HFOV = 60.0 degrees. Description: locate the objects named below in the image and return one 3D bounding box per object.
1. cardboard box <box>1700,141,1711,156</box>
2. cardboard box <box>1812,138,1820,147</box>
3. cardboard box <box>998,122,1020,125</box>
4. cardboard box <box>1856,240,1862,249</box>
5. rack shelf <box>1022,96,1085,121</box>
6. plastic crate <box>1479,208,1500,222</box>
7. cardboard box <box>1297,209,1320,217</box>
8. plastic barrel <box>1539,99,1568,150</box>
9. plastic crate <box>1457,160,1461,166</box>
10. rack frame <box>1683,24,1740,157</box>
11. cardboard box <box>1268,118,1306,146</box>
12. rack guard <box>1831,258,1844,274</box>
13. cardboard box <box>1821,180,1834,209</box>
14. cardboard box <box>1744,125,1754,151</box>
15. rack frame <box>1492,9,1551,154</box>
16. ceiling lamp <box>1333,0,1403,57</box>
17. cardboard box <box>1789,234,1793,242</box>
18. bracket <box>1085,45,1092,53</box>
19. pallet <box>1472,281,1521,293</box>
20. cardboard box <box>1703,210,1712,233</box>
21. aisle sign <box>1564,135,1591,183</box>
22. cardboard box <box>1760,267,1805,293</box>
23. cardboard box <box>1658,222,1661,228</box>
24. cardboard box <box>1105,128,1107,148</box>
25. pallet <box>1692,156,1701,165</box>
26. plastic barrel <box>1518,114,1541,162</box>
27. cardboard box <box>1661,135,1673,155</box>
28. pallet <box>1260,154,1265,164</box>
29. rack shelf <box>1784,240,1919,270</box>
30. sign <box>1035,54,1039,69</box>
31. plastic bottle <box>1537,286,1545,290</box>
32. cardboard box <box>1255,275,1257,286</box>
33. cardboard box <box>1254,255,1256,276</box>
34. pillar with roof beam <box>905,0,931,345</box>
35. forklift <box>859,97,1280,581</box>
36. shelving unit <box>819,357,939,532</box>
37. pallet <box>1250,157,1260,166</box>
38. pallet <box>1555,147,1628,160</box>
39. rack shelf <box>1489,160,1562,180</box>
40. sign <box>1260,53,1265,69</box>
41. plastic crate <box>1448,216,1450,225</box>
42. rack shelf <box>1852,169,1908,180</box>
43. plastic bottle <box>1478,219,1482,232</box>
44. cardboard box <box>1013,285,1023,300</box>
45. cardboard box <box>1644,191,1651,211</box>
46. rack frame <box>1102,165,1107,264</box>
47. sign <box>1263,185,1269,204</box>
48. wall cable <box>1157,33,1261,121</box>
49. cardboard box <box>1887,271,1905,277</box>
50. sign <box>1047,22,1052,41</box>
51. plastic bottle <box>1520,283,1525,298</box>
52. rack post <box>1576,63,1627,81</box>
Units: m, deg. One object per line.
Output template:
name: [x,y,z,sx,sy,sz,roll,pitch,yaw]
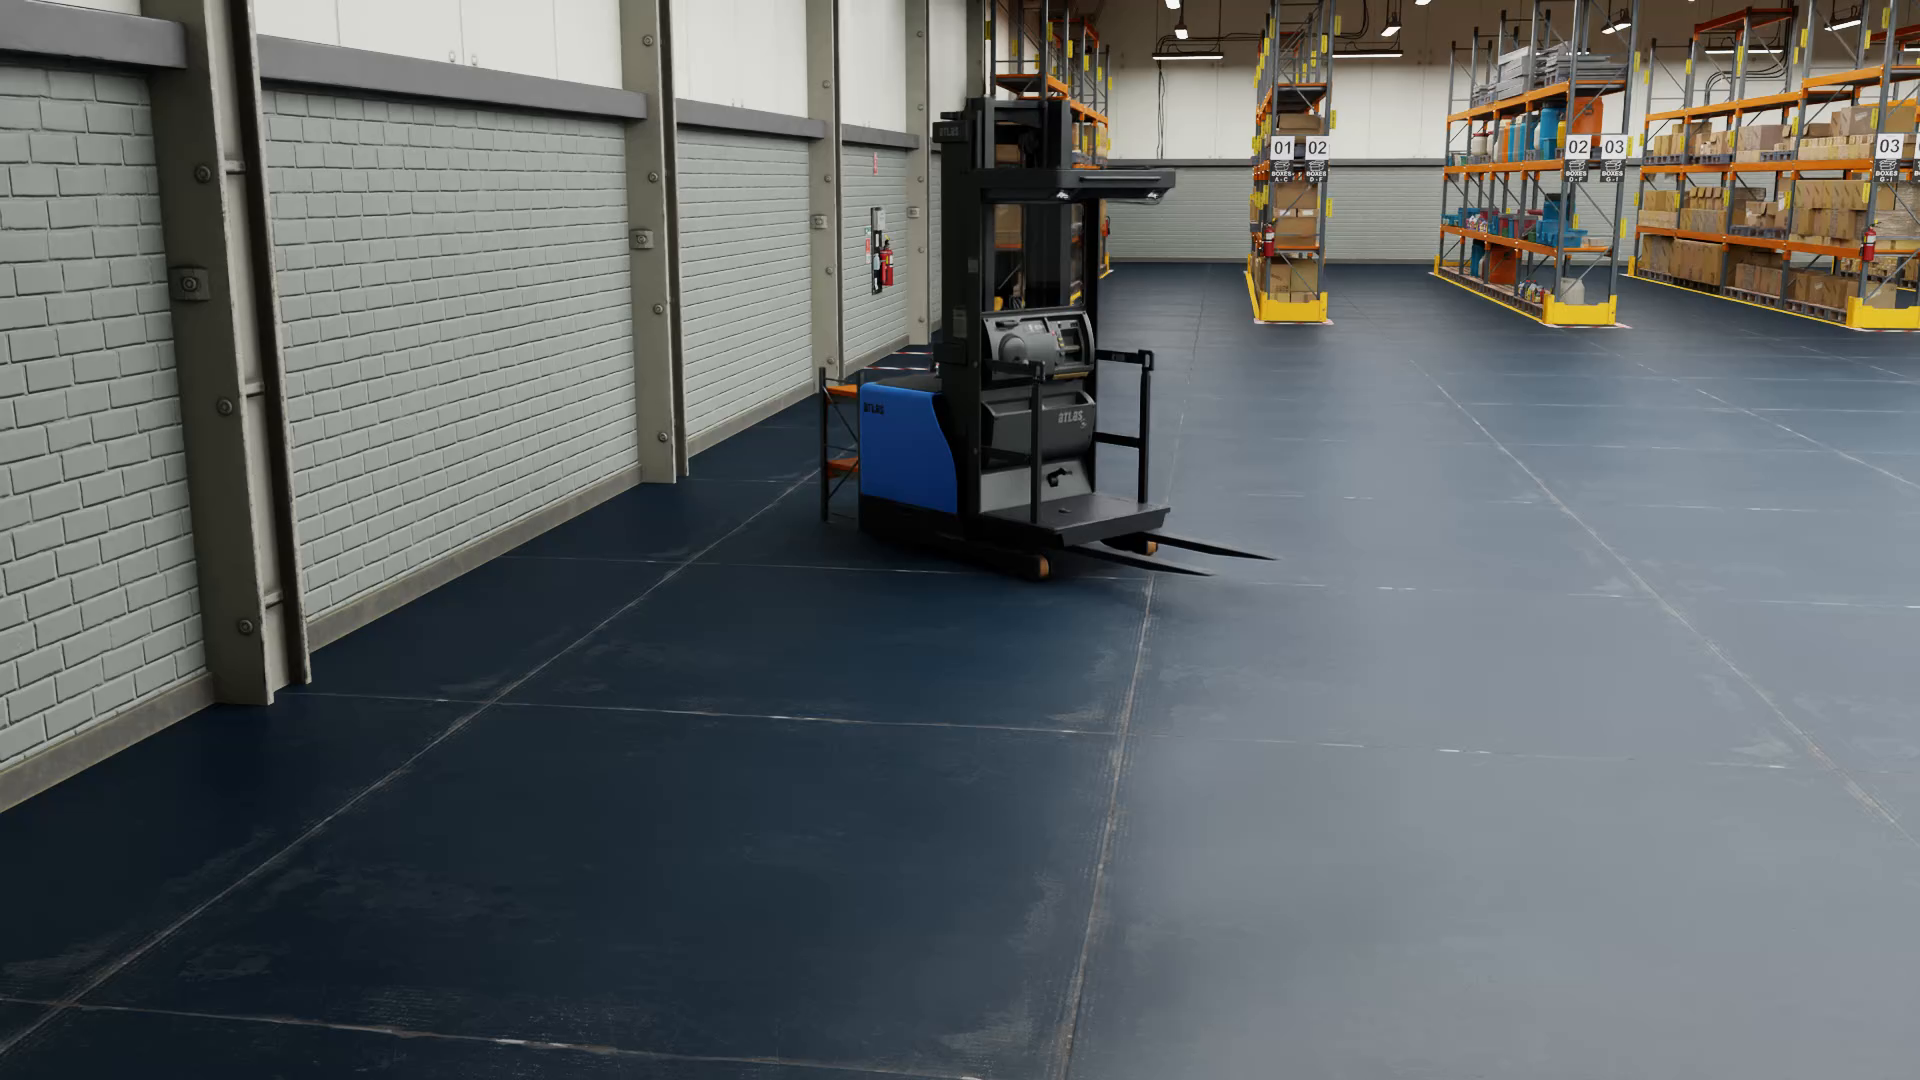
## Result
cardboard box: [17.314,-8.973,38.102,0.500,0.311,0.500,1,12,7]
cardboard box: [15.950,-7.321,30.634,0.380,0.149,0.250,2,12,9]
cardboard box: [0.850,-7.665,30.164,0.500,0.500,0.500,2,12,11]
cardboard box: [15.605,-5.067,28.482,0.380,0.149,0.250,2,12,9]
rack shelf: [1.965,-9.188,35.423,1.077,0.370,4.000,2,12,9]
plastic crate: [13.062,-7.969,41.055,0.402,0.464,0.583,2,12,9]
cardboard box: [6.211,-5.834,29.669,0.380,0.149,0.250,2,12,8]
plastic barrel: [11.188,-7.778,31.158,0.600,0.901,0.708,2,12,9]
plastic crate: [12.497,-9.345,41.241,0.293,0.136,0.466,2,12,9]
rack frame: [17.571,-10.503,38.867,1.000,3.000,0.127,2,12,9]
cardboard box: [6.175,-7.678,31.307,0.797,0.503,0.637,3,13,15]
rack guard: [23.060,-6.983,42.709,1.175,0.500,0.348,2,12,9]
cardboard box: [15.802,-6.190,29.777,0.500,0.500,0.500,2,12,9]
cardboard box: [16.548,-8.302,34.351,0.500,0.500,0.500,2,12,9]
rack frame: [12.062,-9.830,35.748,1.000,3.000,0.127,2,12,9]
ceiling lamp: [11.283,-14.987,45.822,2.000,3.185,0.800,2,12,9]
cardboard box: [16.011,-5.747,31.636,0.380,0.149,0.250,2,12,9]
bracket: [3.843,-14.735,49.960,0.235,0.232,0.430,2,12,9]
pallet: [12.142,-5.700,37.441,1.003,0.211,1.213,2,12,9]
cardboard box: [16.946,-7.109,37.121,0.500,0.500,0.500,1,12,7]
aisle sign: [10.527,-6.498,28.354,0.394,0.787,0.004,2,12,9]
cardboard box: [16.634,-5.240,33.577,0.700,0.500,0.500,1,12,4]
cardboard box: [17.492,-7.789,41.111,0.380,0.149,0.250,2,12,8]
cardboard box: [3.660,-10.737,44.415,0.500,0.500,0.500,2,12,8]
pallet: [17.479,-8.750,38.310,0.805,0.209,1.217,1,12,6]
plastic barrel: [11.311,-7.889,32.671,0.600,0.901,0.708,2,12,9]
cardboard box: [17.922,-9.840,41.439,0.700,0.500,0.500,1,12,5]
pallet: [7.152,-8.289,36.163,1.213,0.211,1.003,2,12,11]
rack shelf: [16.033,-5.137,29.915,1.077,0.370,4.000,2,12,9]
sign: [1.724,-10.703,37.202,0.100,0.325,0.005,2,12,9]
plastic bottle: [10.969,-4.667,31.449,0.152,0.276,0.135,2,12,9]
cardboard box: [6.647,-5.608,35.923,0.500,0.250,0.500,2,12,7]
cardboard box: [7.235,-6.472,39.292,0.500,0.500,0.500,1,12,7]
pillar with roof beam: [3.626,-7.271,23.873,9.100,9.000,0.400,2,12,9]
forklift: [0.656,-1.298,10.561,1.130,2.935,3.031,-11,16,-41]
shelving unit: [-0.449,-0.717,12.152,1.048,1.125,0.538,-10,16,-39]
pallet: [7.614,-9.133,40.076,1.213,0.211,1.003,2,12,9]
pallet: [11.056,-6.775,29.141,1.003,0.211,1.213,2,12,9]
rack shelf: [11.754,-7.596,34.208,1.077,0.370,4.000,2,12,9]
sign: [6.631,-10.503,36.462,0.100,0.325,0.005,2,12,9]
plastic crate: [12.727,-8.196,42.658,0.416,0.233,0.300,2,12,9]
rack shelf: [22.764,-8.919,40.347,1.077,0.370,4.000,2,12,9]
plastic bottle: [11.878,-7.177,37.951,0.061,0.283,0.133,2,12,9]
cardboard box: [1.238,-4.595,31.034,0.500,0.311,0.500,0,12,2]
cardboard box: [17.769,-8.646,42.362,0.500,0.500,0.500,2,12,7]
rack frame: [3.503,-8.884,45.597,1.000,3.000,0.127,2,12,9]
sign: [5.404,-6.096,29.349,0.100,0.325,0.005,2,12,9]
wall cable: [7.399,-13.846,49.763,3.097,2.526,0.112,2,12,9]
cardboard box: [22.180,-6.292,39.342,0.380,0.149,0.250,2,12,9]
sign: [1.579,-8.964,29.322,0.100,0.325,0.005,2,12,9]
plastic bottle: [10.942,-4.828,32.198,0.152,0.276,0.135,2,12,11]
rack post: [11.074,-8.074,28.784,0.937,0.300,0.954,3,13,15]
